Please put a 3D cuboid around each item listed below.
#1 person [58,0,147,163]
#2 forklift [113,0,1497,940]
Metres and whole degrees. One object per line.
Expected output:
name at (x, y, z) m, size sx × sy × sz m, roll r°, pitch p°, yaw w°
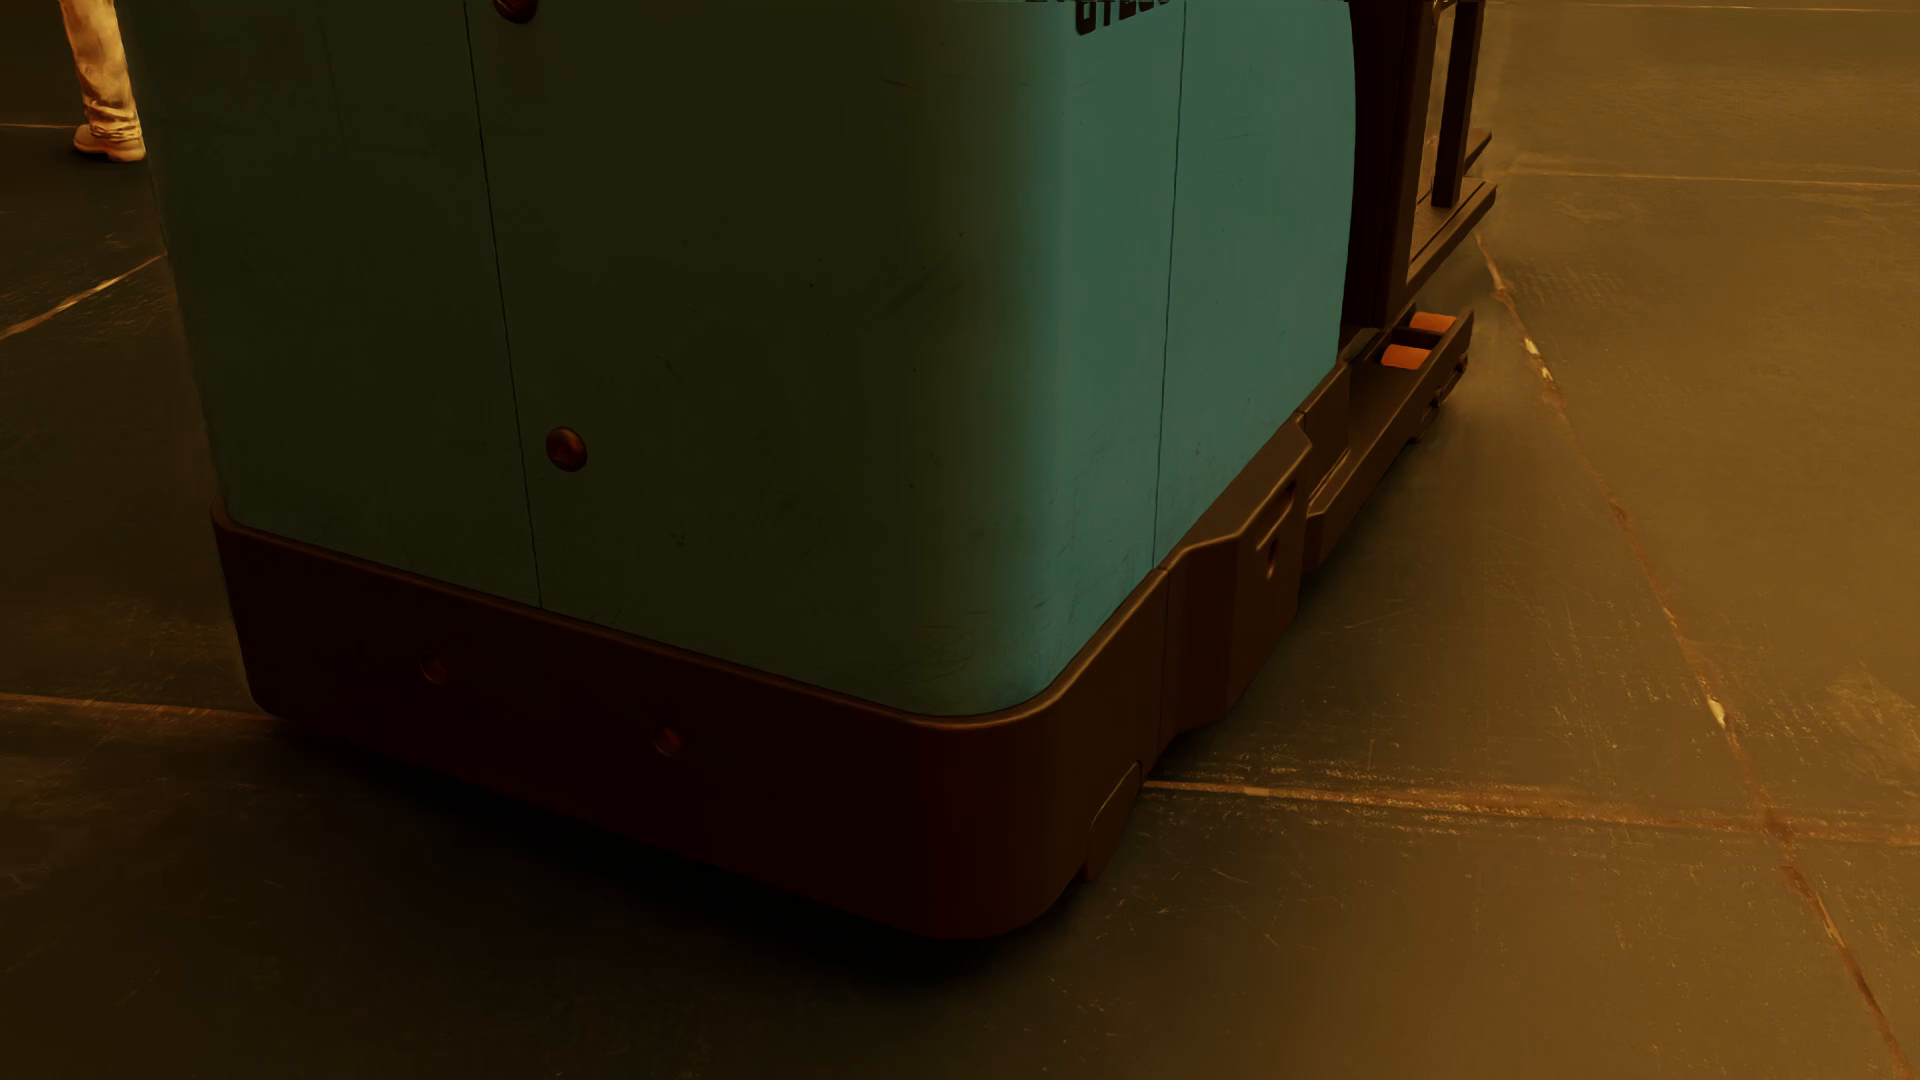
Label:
person at (-2.268, -1.911, 4.349) m, size 0.617 × 1.772 × 0.450 m, roll -22°, pitch 34°, yaw -37°
forklift at (0.269, -1.559, 2.341) m, size 1.130 × 2.935 × 3.031 m, roll 13°, pitch 29°, yaw 24°
